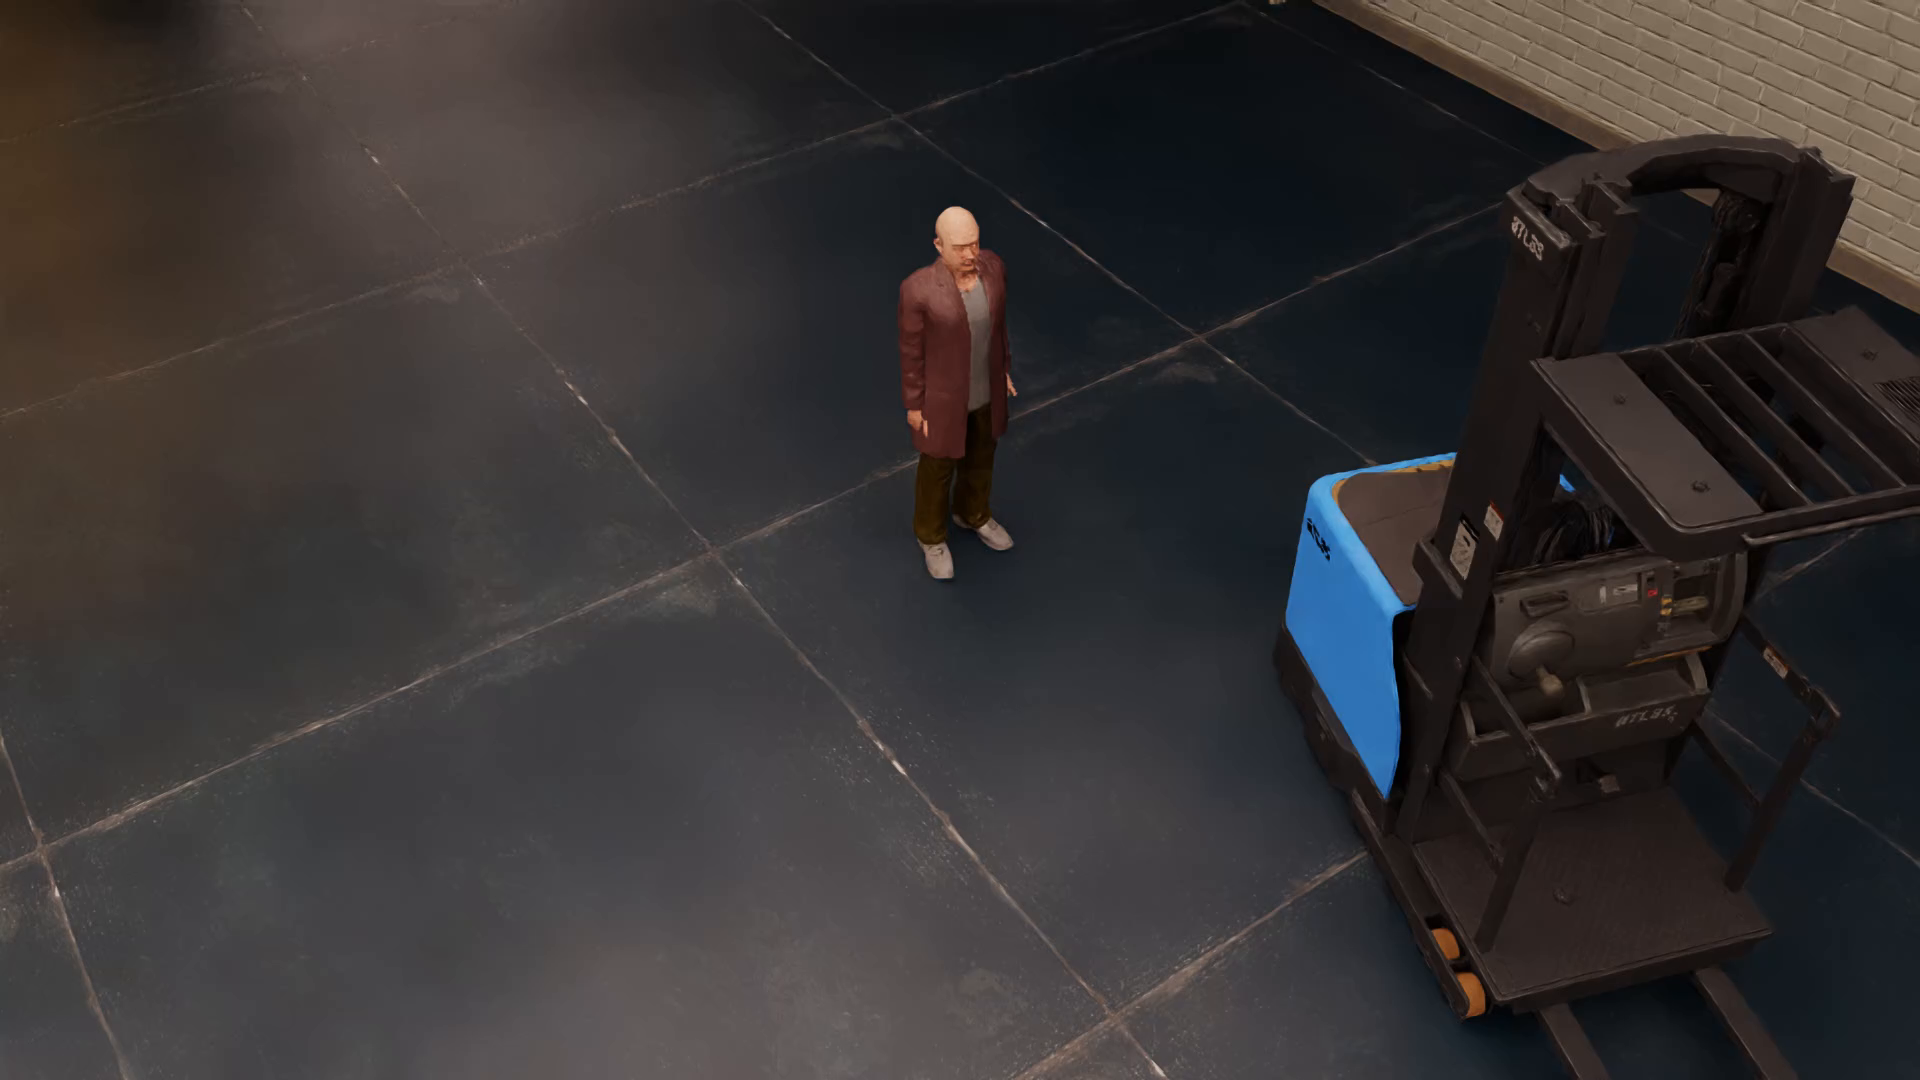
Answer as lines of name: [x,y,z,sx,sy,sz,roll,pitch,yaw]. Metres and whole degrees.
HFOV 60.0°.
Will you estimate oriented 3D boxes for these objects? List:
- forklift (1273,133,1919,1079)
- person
forklift: [2.232,0.346,5.340,1.130,2.935,3.031,-10,44,-11]
person: [0.017,-0.642,7.259,0.558,1.783,0.377,-25,48,-25]
